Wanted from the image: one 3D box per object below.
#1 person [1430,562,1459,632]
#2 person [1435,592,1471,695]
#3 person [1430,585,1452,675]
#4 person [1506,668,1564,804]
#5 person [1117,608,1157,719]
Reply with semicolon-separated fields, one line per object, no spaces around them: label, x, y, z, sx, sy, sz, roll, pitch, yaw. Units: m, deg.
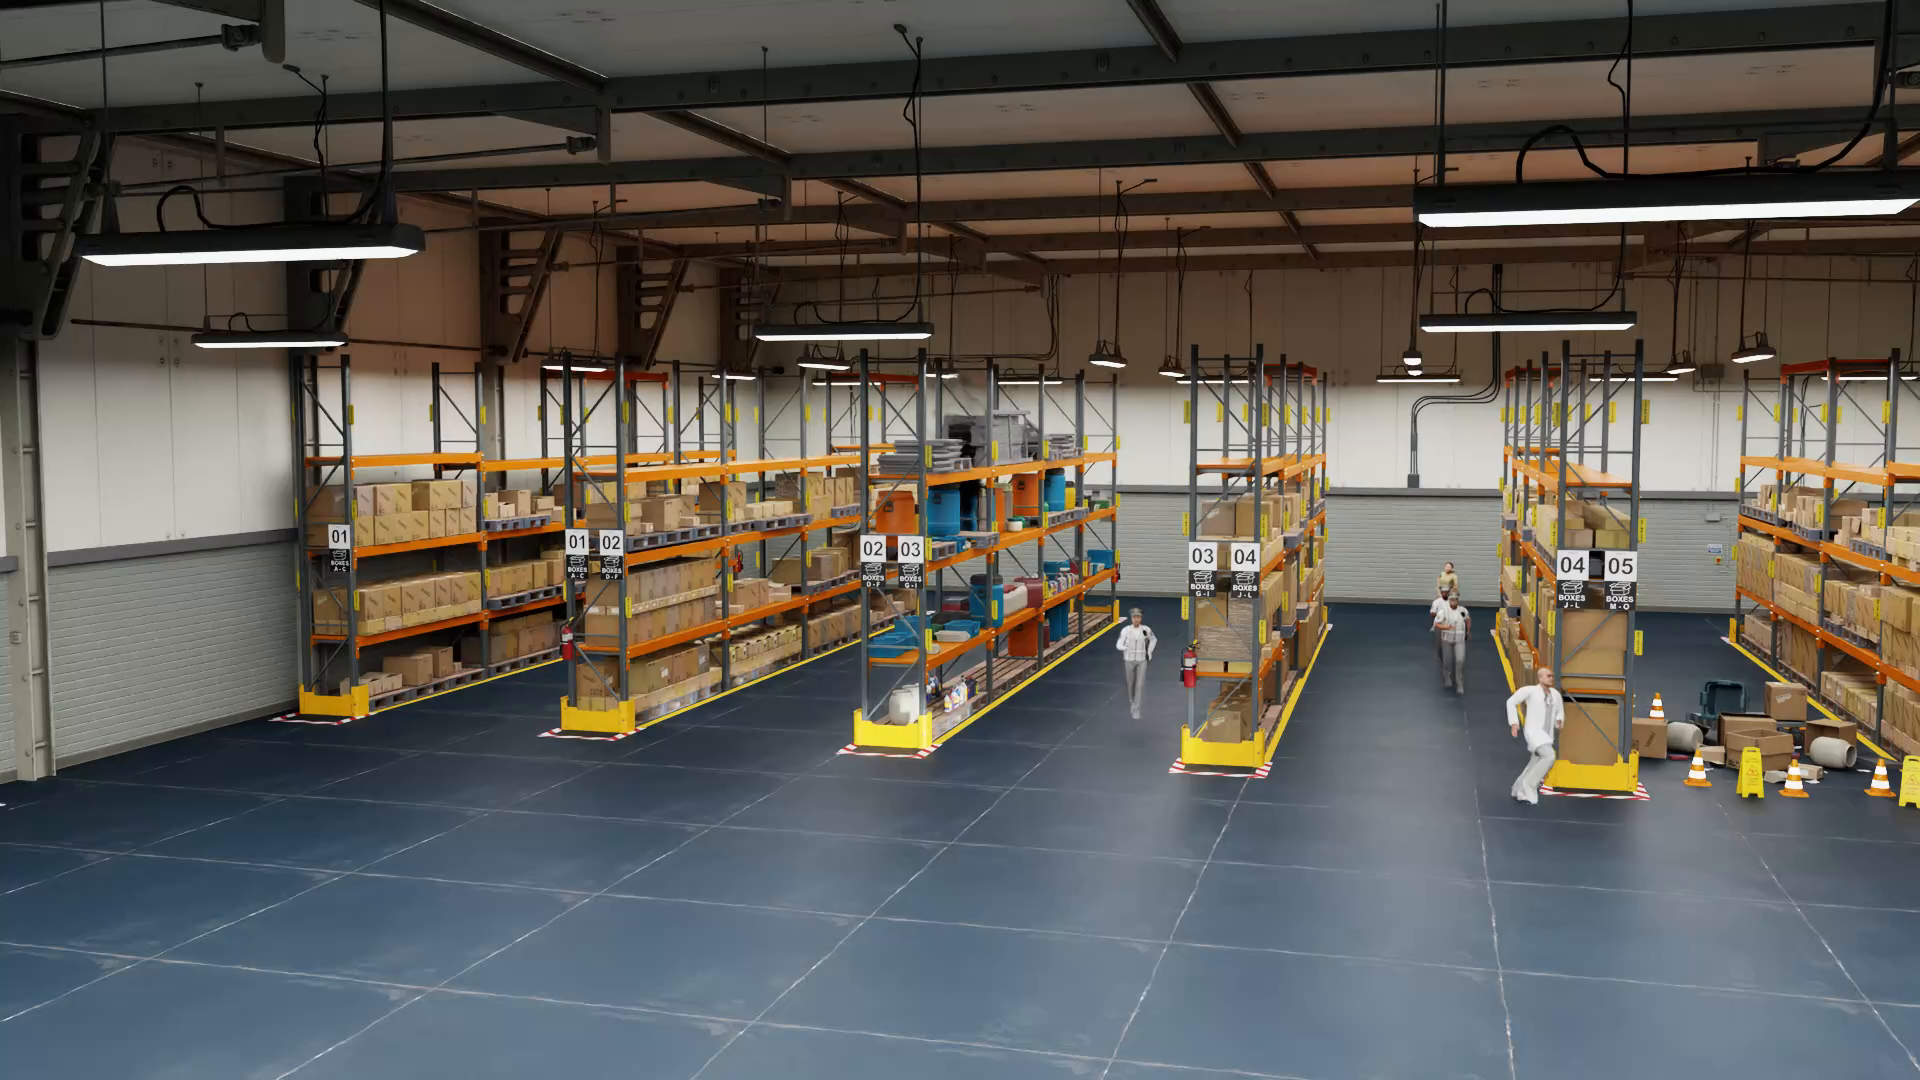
person;11.208;1.320;38.375;0.647;1.663;0.618;3;5;38
person;8.957;1.834;30.207;0.648;1.814;0.931;1;4;11
person;9.407;1.716;32.286;0.570;1.723;0.871;1;4;16
person;7.513;2.515;21.463;0.695;1.714;0.684;-2;5;-25
person;2.741;1.914;25.842;0.617;1.723;0.876;1;4;8
